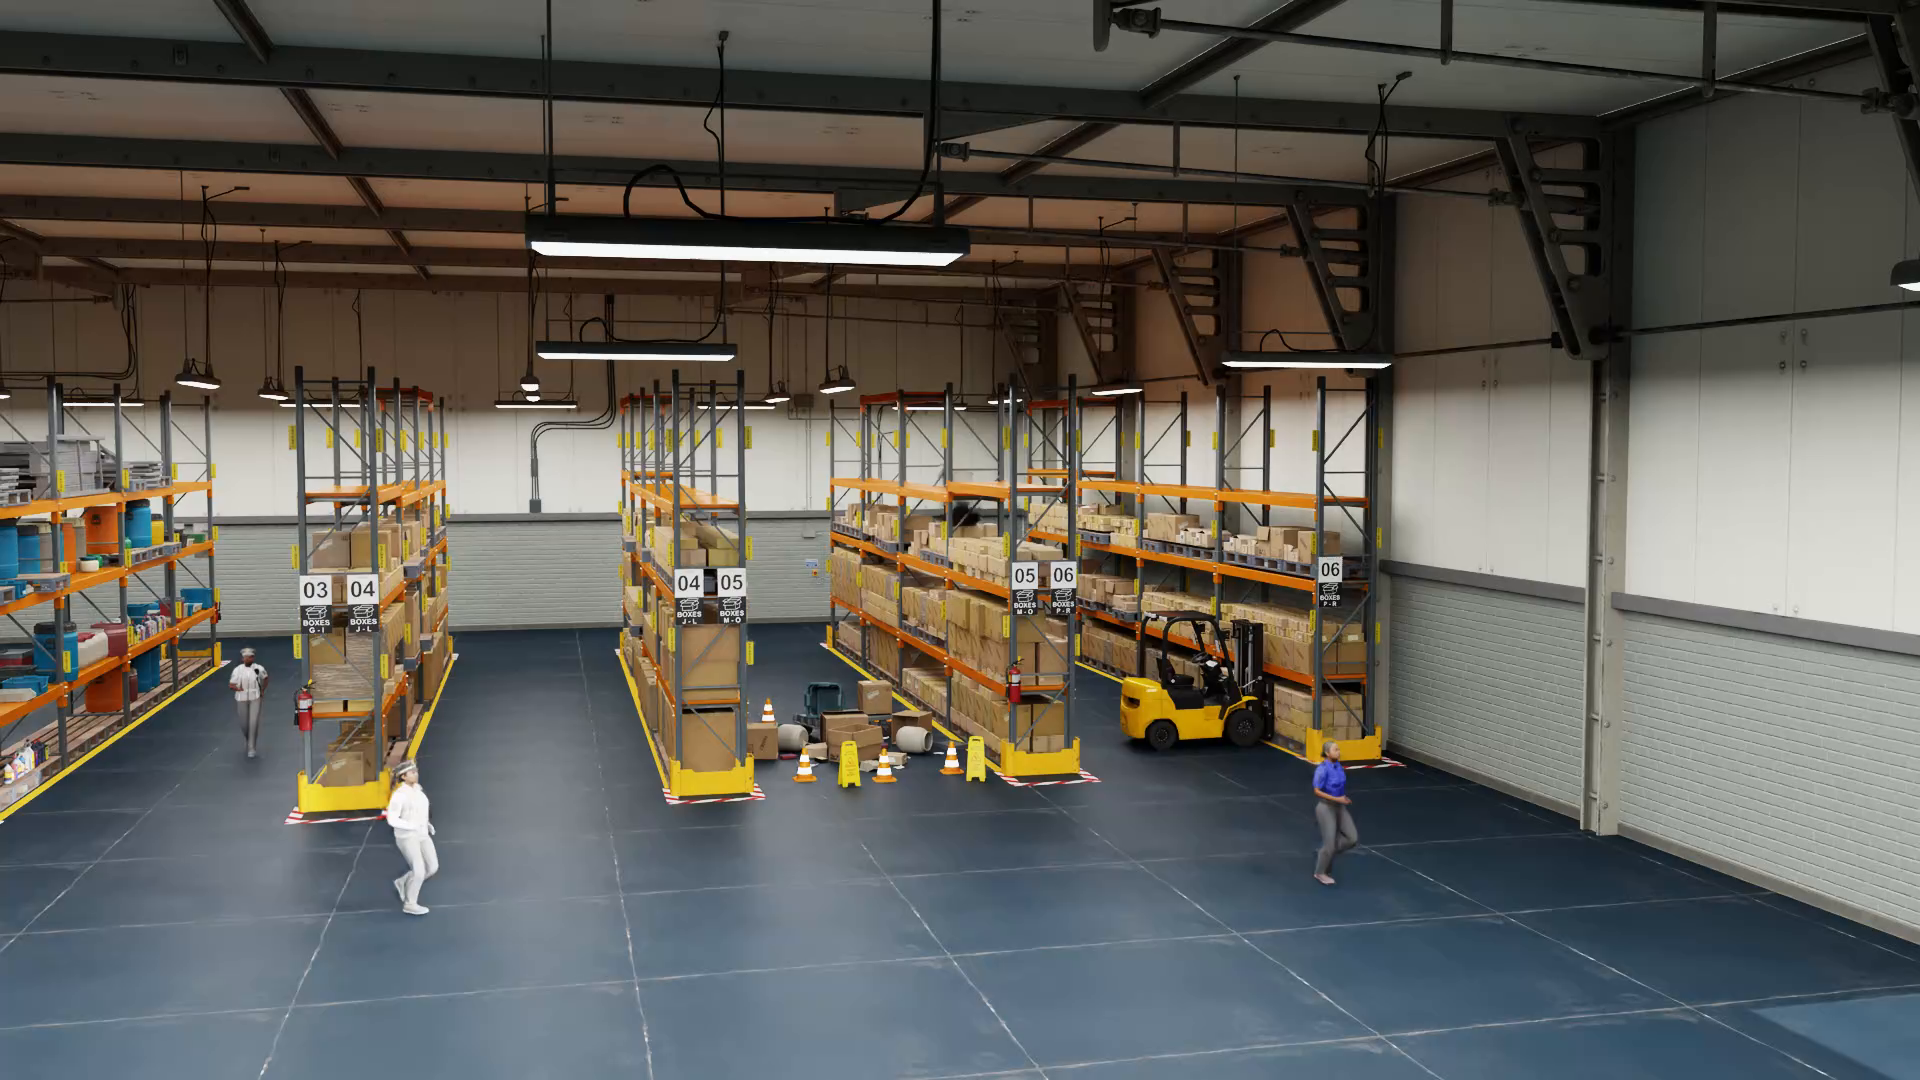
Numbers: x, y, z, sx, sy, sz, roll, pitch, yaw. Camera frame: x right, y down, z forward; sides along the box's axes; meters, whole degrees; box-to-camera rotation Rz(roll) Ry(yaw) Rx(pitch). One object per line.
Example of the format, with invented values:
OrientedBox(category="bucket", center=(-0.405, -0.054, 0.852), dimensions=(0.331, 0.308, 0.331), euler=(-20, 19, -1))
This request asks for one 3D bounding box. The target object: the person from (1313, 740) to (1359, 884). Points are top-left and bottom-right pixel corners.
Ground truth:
OrientedBox(category="person", center=(4.238, 3.071, 18.752), dimensions=(0.624, 1.624, 0.528), euler=(-3, 5, -43))

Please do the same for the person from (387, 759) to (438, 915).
OrientedBox(category="person", center=(-5.768, 3.125, 17.575), dimensions=(0.537, 1.649, 0.611), euler=(1, 4, 17))

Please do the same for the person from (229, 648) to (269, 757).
OrientedBox(category="person", center=(-11.309, 2.552, 26.455), dimensions=(0.586, 1.685, 0.847), euler=(-1, 4, -20))
